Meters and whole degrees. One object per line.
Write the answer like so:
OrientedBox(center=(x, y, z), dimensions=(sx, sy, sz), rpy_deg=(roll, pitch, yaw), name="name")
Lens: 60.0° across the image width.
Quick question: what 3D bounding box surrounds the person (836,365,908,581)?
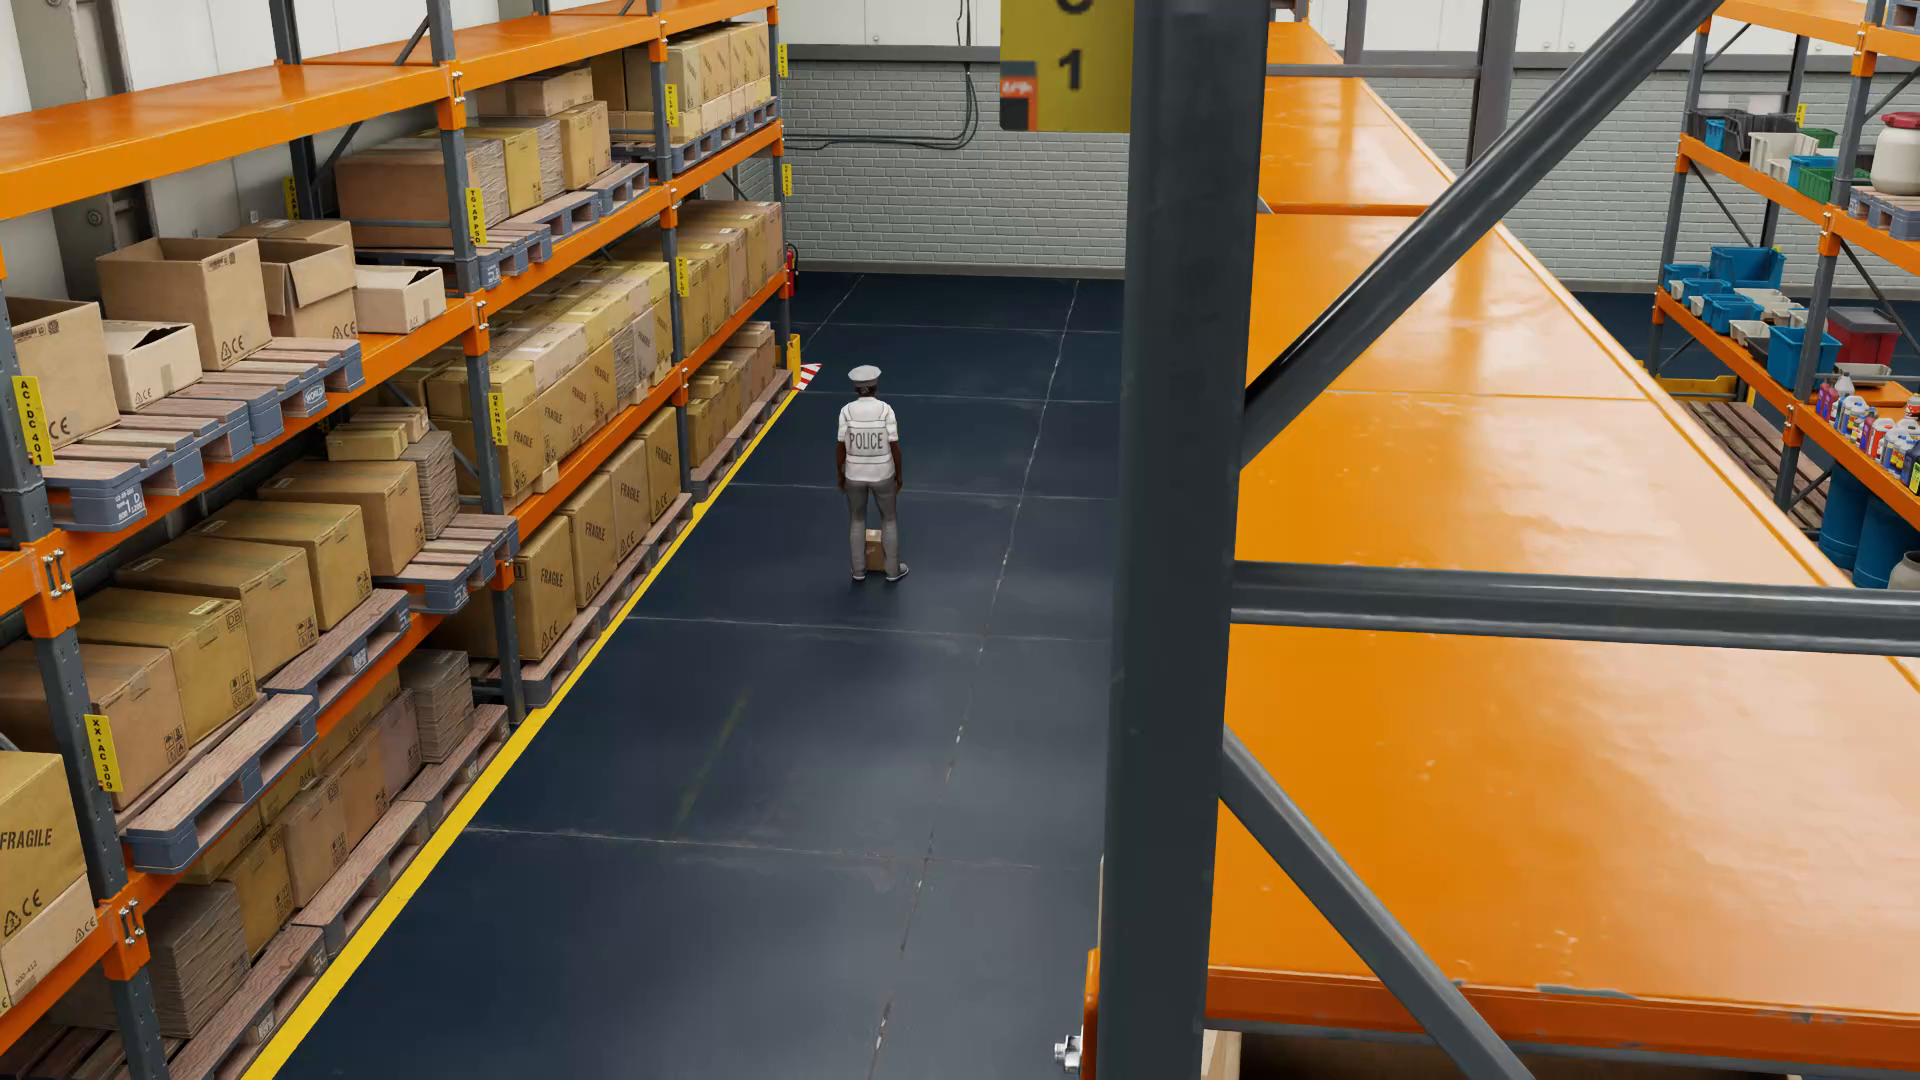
OrientedBox(center=(-0.677, -0.489, 12.733), dimensions=(0.531, 1.661, 0.397), rpy_deg=(1, 21, 3), name="person")
